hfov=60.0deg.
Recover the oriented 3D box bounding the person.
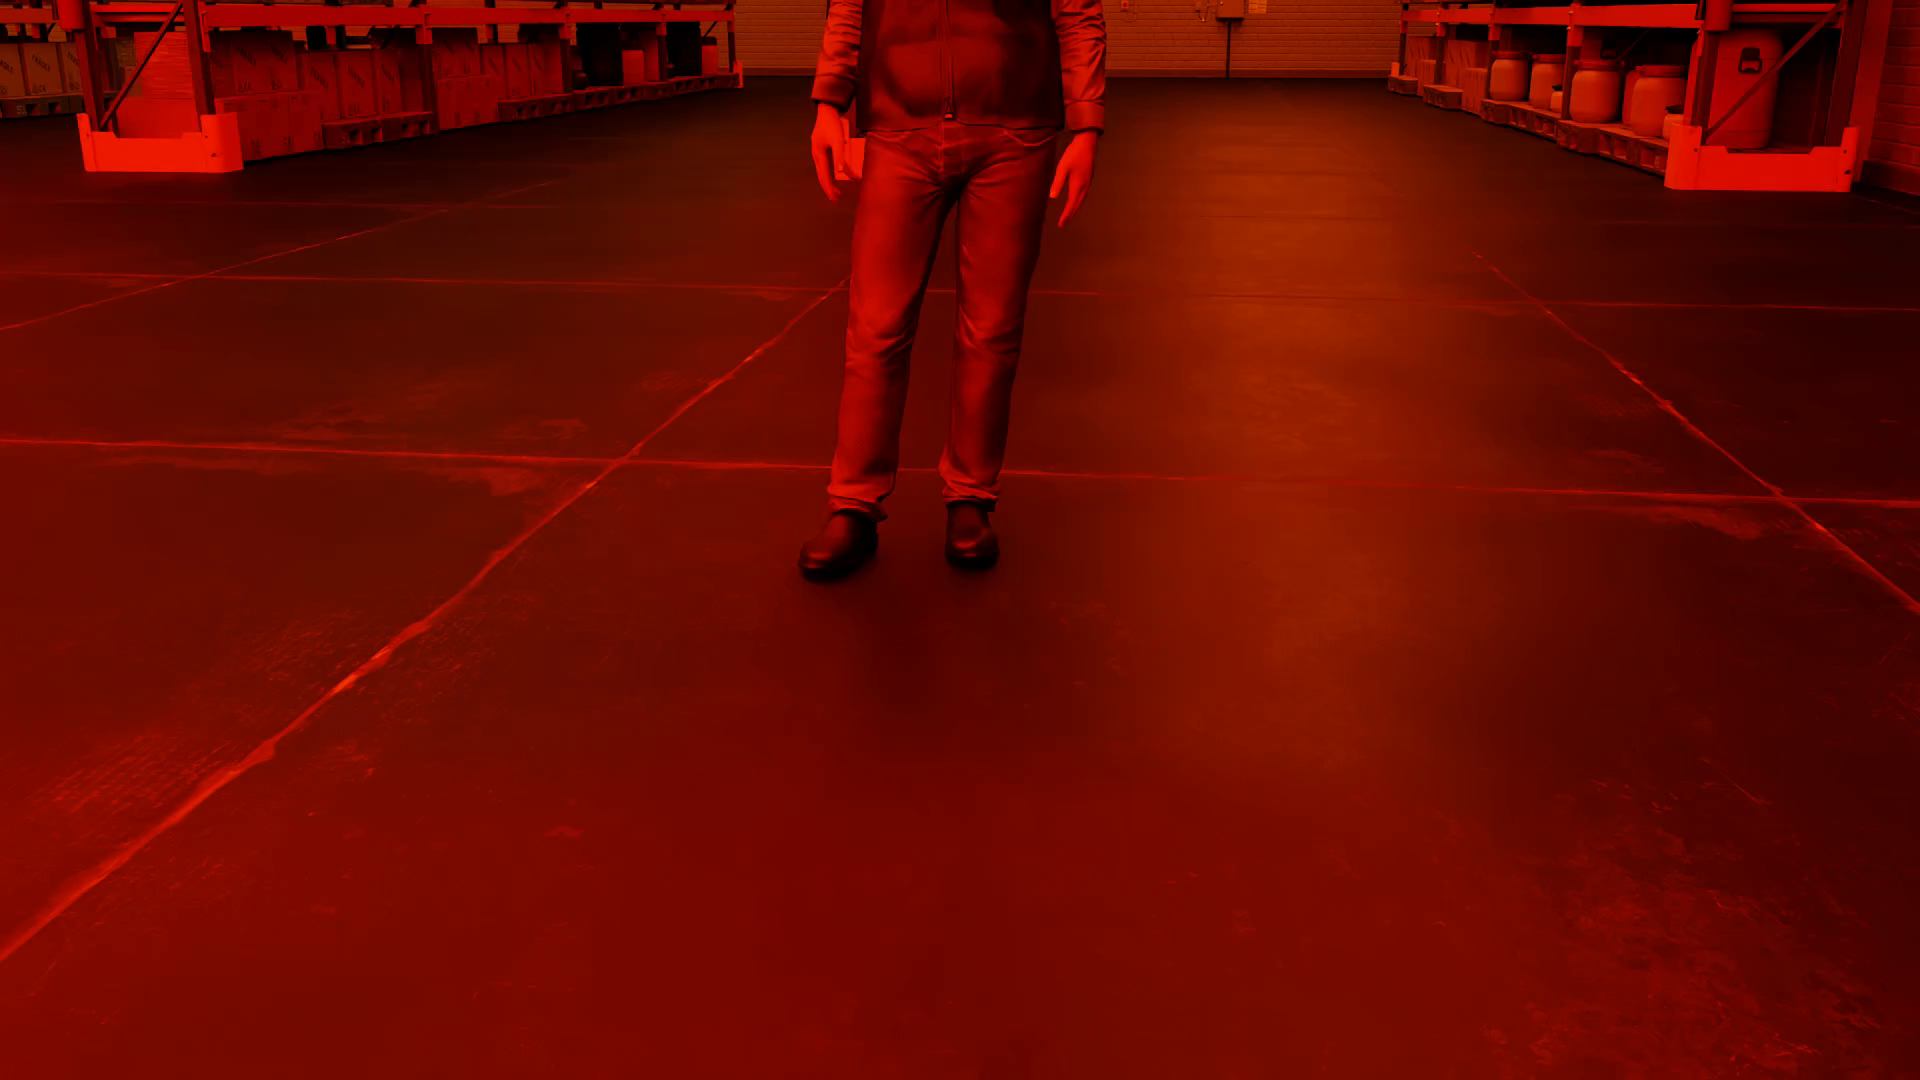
[{"bbox_3d":[-0.016,-0.810,3.508,0.632,1.720,0.568,2,18,7],"label":"person"}]
